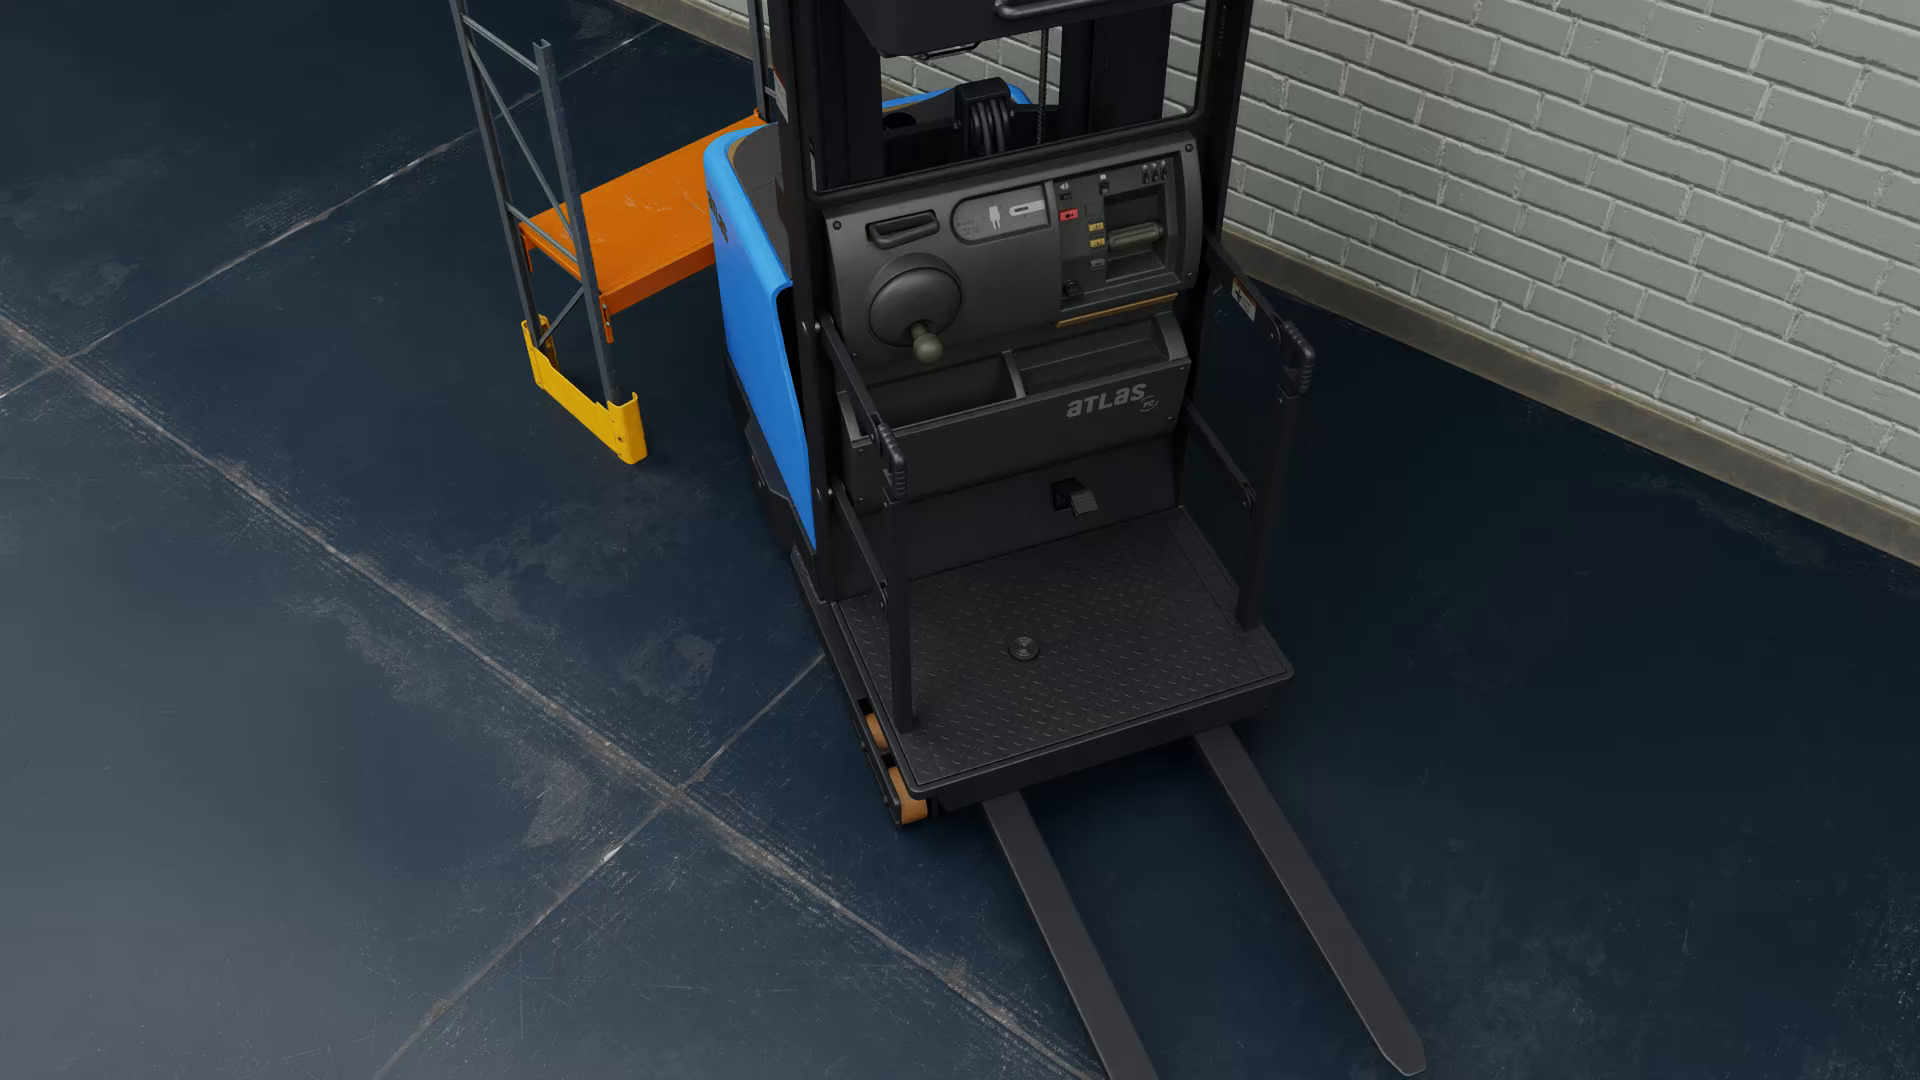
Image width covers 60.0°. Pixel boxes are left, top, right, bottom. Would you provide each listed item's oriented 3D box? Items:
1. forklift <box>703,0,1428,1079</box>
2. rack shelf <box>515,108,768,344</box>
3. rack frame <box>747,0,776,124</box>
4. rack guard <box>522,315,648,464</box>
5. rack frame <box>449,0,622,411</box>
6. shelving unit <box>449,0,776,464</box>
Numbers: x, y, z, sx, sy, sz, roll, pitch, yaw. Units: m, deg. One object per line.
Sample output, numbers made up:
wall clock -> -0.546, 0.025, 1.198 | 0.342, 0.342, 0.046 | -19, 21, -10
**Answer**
forklift -> 0.220, -0.591, 3.788 | 1.130, 2.935, 3.031 | -15, 48, -14
rack shelf -> -0.896, -1.053, 5.467 | 1.000, 0.185, 0.538 | -34, 55, -28
rack frame -> -0.521, -1.426, 5.574 | 0.032, 1.500, 0.500 | -34, 55, -28
rack guard -> -1.256, -0.507, 5.561 | 0.087, 0.250, 0.587 | -34, 55, -28
rack frame -> -1.271, -0.929, 5.100 | 0.032, 1.500, 0.500 | -34, 55, -28
shelving unit -> -0.889, -1.182, 5.342 | 1.083, 1.500, 0.587 | -34, 55, -28
